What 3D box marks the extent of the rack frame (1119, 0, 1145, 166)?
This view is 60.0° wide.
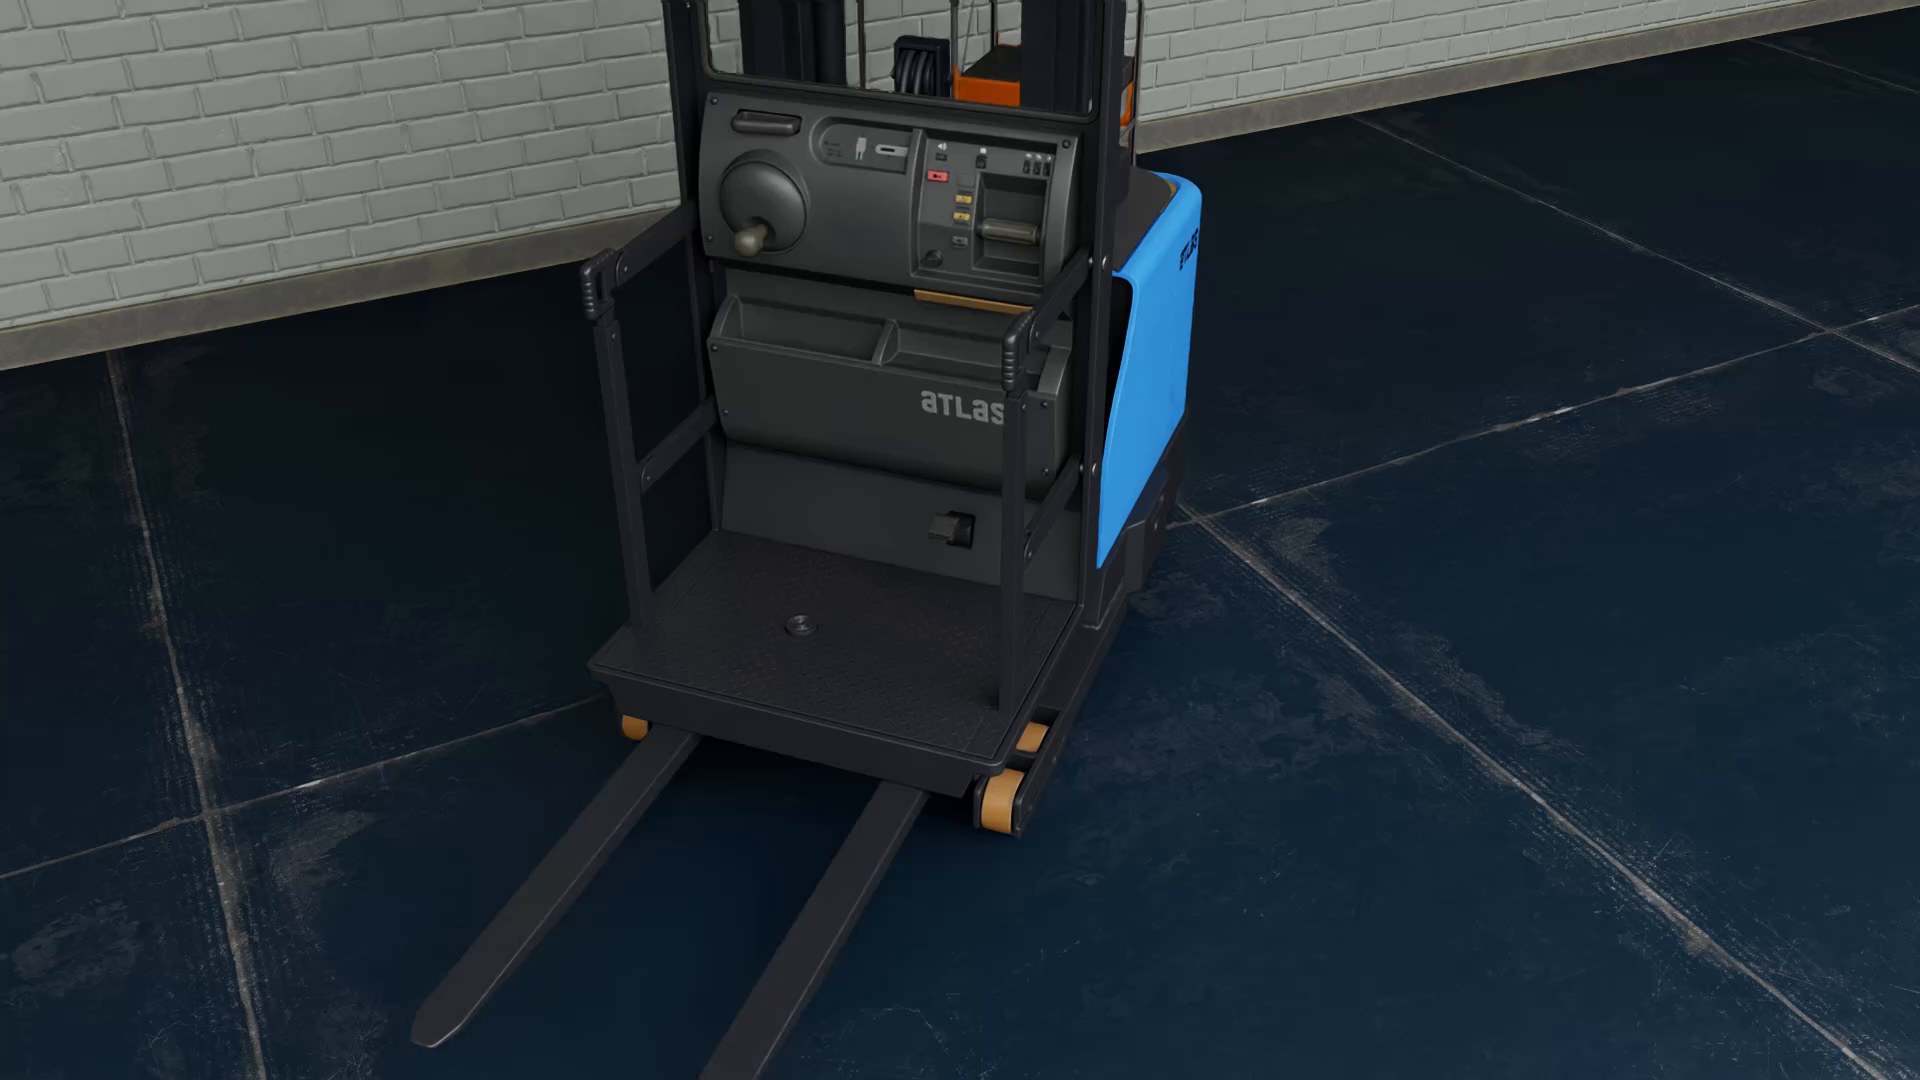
[{"bbox_3d":[0.506,-1.271,5.287,0.015,2.100,0.400,11,34,17],"label":"rack frame"}]

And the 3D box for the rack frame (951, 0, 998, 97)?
[{"bbox_3d":[0.049,-1.362,5.430,0.015,2.100,0.400,11,34,17],"label":"rack frame"}]

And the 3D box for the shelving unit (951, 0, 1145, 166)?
[{"bbox_3d":[0.278,-1.316,5.358,0.503,2.100,0.431,11,34,17],"label":"shelving unit"}]

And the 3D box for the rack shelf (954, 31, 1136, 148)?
[{"bbox_3d":[0.278,-1.305,5.366,0.480,0.518,0.431,11,34,17],"label":"rack shelf"}]

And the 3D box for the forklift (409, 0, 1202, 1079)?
[{"bbox_3d":[-0.255,-0.760,3.719,1.130,2.935,3.031,11,34,17],"label":"forklift"}]

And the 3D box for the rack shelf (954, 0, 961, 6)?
[{"bbox_3d":[0.278,-1.894,4.988,0.480,0.518,0.431,11,34,17],"label":"rack shelf"}]
